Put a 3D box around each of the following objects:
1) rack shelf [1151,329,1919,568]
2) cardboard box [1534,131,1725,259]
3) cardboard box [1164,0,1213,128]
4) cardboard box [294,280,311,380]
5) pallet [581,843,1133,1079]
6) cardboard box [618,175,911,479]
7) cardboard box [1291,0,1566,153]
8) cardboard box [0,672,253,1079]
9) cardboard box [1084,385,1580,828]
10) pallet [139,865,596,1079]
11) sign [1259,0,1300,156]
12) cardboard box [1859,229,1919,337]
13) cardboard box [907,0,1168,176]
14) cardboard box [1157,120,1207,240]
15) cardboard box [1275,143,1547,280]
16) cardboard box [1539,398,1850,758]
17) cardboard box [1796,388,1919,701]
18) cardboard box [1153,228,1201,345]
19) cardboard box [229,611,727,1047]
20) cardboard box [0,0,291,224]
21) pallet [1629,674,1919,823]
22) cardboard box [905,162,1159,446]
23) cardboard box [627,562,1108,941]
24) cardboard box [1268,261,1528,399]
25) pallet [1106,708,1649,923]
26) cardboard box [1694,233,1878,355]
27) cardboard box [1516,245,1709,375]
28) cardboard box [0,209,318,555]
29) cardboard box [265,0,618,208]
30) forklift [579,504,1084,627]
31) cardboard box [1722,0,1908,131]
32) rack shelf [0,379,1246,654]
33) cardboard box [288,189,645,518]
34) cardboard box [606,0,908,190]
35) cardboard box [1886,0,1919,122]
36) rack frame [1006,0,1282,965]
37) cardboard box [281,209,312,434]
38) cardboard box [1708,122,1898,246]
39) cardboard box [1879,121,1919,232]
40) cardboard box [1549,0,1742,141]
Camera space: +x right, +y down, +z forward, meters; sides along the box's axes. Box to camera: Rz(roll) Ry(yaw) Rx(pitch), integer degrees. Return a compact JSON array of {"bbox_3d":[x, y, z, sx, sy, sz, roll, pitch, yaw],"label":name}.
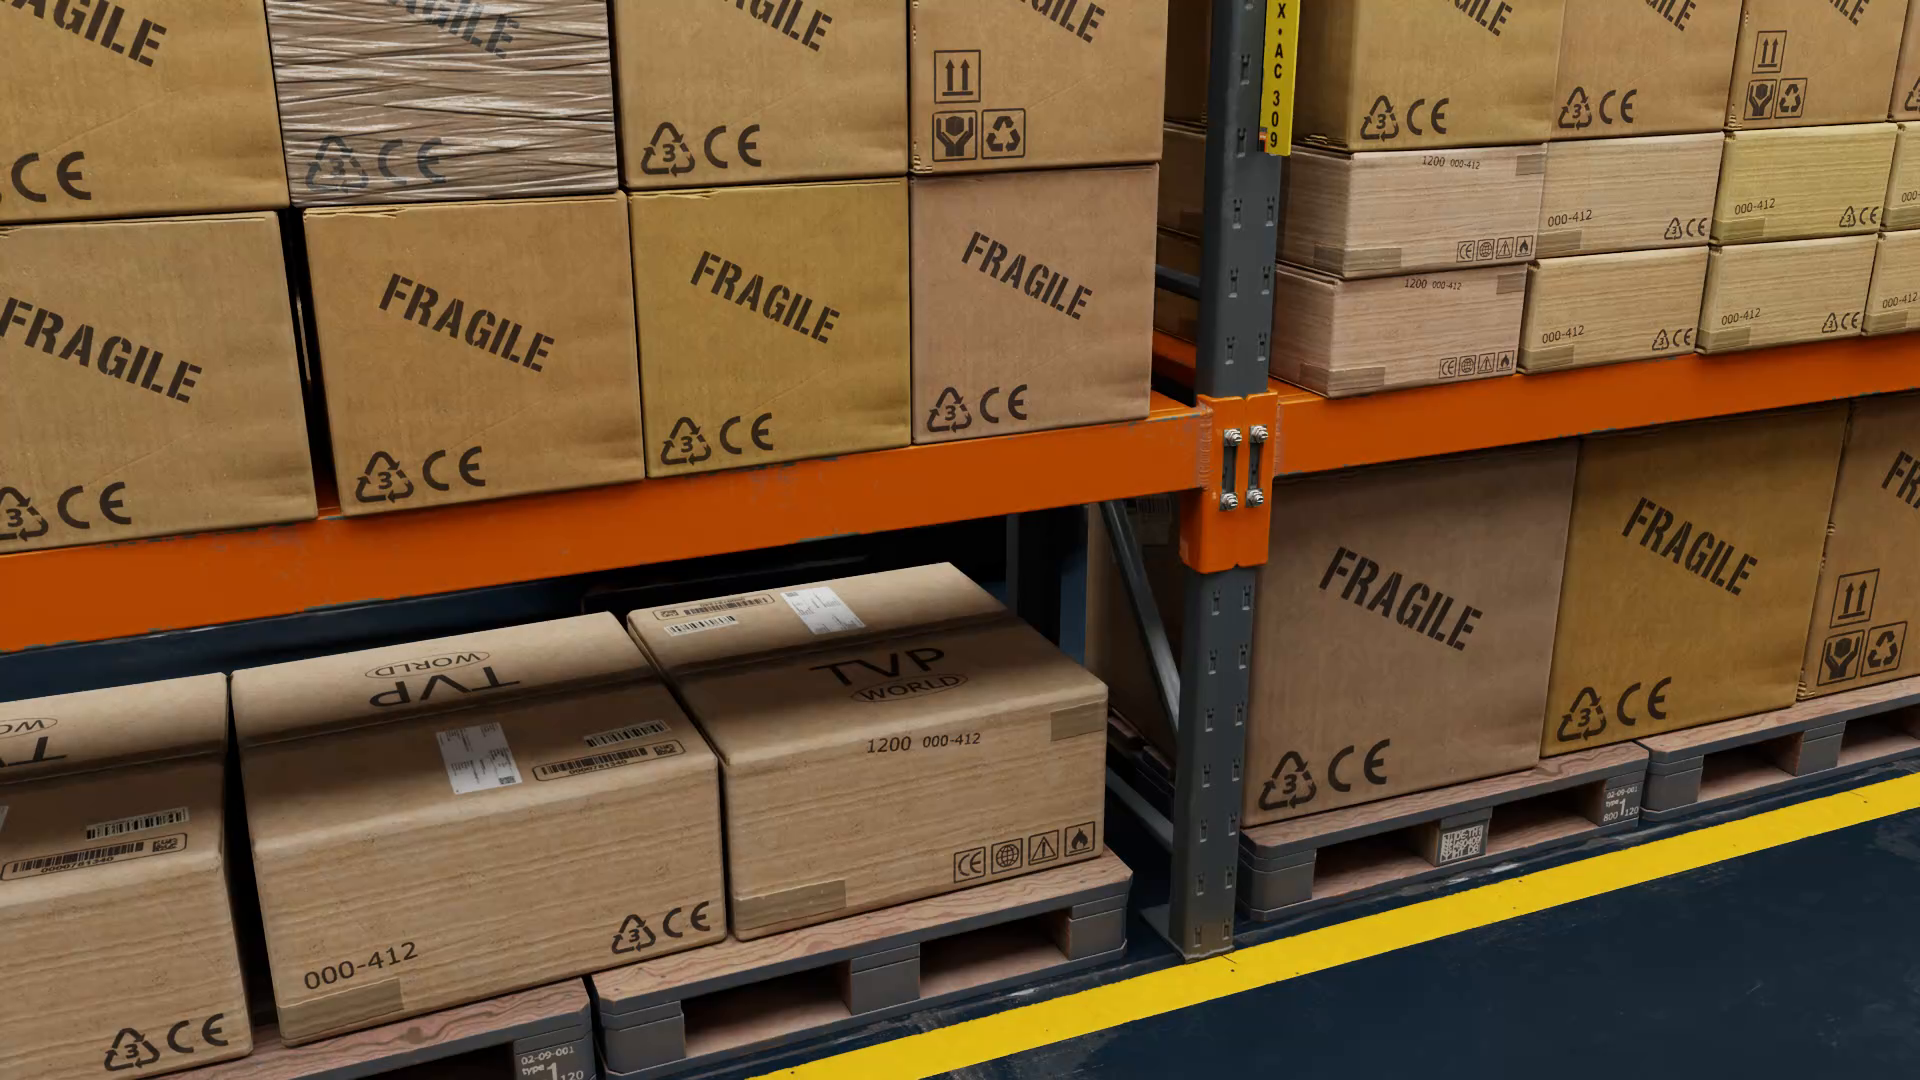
[{"bbox_3d":[2.211,-0.534,4.604,4.000,0.370,1.077,-8,21,-22],"label":"rack shelf"},{"bbox_3d":[1.358,-0.824,3.818,0.500,0.250,0.500,-8,21,-21],"label":"cardboard box"},{"bbox_3d":[0.685,-1.264,3.939,0.500,0.500,0.500,-7,21,-20],"label":"cardboard box"},{"bbox_3d":[-2.915,-0.904,7.706,0.500,0.500,0.700,-9,21,-24],"label":"cardboard box"},{"bbox_3d":[-0.355,0.782,3.984,1.213,0.211,1.003,-8,21,-22],"label":"pallet"},{"bbox_3d":[-0.420,-0.449,3.129,0.500,0.500,0.500,-9,21,-23],"label":"cardboard box"},{"bbox_3d":[0.892,-1.099,3.470,0.500,0.500,0.500,-8,21,-21],"label":"cardboard box"},{"bbox_3d":[-1.895,0.687,3.281,0.875,0.438,0.875,-8,21,-20],"label":"cardboard box"},{"bbox_3d":[0.912,0.088,4.321,0.875,0.875,0.875,-7,21,-20],"label":"cardboard box"},{"bbox_3d":[-1.477,0.944,3.525,1.213,0.211,1.003,-8,21,-22],"label":"pallet"},{"bbox_3d":[0.596,-0.886,3.100,0.005,0.325,0.100,-8,21,-22],"label":"sign"},{"bbox_3d":[2.297,-0.710,4.249,0.500,0.250,0.500,-9,21,-23],"label":"cardboard box"},{"bbox_3d":[0.051,-0.982,3.139,0.500,0.500,0.500,-8,21,-22],"label":"cardboard box"},{"bbox_3d":[0.683,-0.907,4.054,0.500,0.250,0.500,-8,21,-22],"label":"cardboard box"},{"bbox_3d":[0.890,-0.747,3.599,0.500,0.250,0.500,-9,21,-23],"label":"cardboard box"},{"bbox_3d":[1.738,-0.033,4.666,0.875,0.875,0.875,-8,21,-20],"label":"cardboard box"},{"bbox_3d":[2.560,-0.150,4.999,0.875,0.875,0.875,-8,21,-21],"label":"cardboard box"},{"bbox_3d":[0.687,-0.675,4.148,0.500,0.250,0.500,-9,21,-23],"label":"cardboard box"},{"bbox_3d":[-1.066,0.569,3.616,0.875,0.438,0.875,-9,21,-24],"label":"cardboard box"},{"bbox_3d":[-1.346,-0.785,2.578,0.500,0.500,0.500,-8,21,-22],"label":"cardboard box"},{"bbox_3d":[2.175,0.419,5.013,1.213,0.211,1.003,-8,21,-22],"label":"pallet"},{"bbox_3d":[0.050,-0.518,3.326,0.500,0.500,0.500,-8,21,-21],"label":"cardboard box"},{"bbox_3d":[-0.245,0.451,3.951,0.875,0.438,0.875,-8,21,-23],"label":"cardboard box"},{"bbox_3d":[0.883,-0.516,3.698,0.500,0.250,0.500,-9,21,-23],"label":"cardboard box"},{"bbox_3d":[1.053,0.581,4.554,1.213,0.211,1.003,-8,21,-22],"label":"pallet"},{"bbox_3d":[1.834,-0.647,4.070,0.500,0.250,0.500,-8,21,-22],"label":"cardboard box"},{"bbox_3d":[1.358,-0.585,3.893,0.500,0.250,0.500,-9,21,-23],"label":"cardboard box"},{"bbox_3d":[-1.363,-0.314,2.746,0.500,0.500,0.500,-7,21,-20],"label":"cardboard box"},{"bbox_3d":[-0.882,-0.848,2.758,0.500,0.500,0.500,-8,21,-21],"label":"cardboard box"},{"bbox_3d":[-1.110,-1.264,5.699,3.031,2.935,1.130,-7,21,-19],"label":"forklift"},{"bbox_3d":[1.810,-1.239,3.869,0.500,0.500,0.500,-9,21,-23],"label":"cardboard box"},{"bbox_3d":[-1.462,-0.007,3.110,4.000,0.370,1.077,-8,21,-22],"label":"rack shelf"},{"bbox_3d":[-0.876,-0.378,2.928,0.500,0.500,0.500,-8,21,-23],"label":"cardboard box"},{"bbox_3d":[-0.419,-0.918,2.957,0.500,0.500,0.500,-8,21,-23],"label":"cardboard box"},{"bbox_3d":[2.282,-1.309,4.068,0.500,0.500,0.500,-9,21,-23],"label":"cardboard box"},{"bbox_3d":[0.374,-0.610,3.737,0.127,3.000,1.000,-8,21,-22],"label":"rack frame"},{"bbox_3d":[-1.556,-0.479,3.215,0.500,0.500,0.500,-7,21,-20],"label":"cardboard box"},{"bbox_3d":[1.832,-0.882,3.984,0.500,0.250,0.500,-8,21,-21],"label":"cardboard box"},{"bbox_3d":[2.295,-0.949,4.175,0.500,0.250,0.500,-9,21,-24],"label":"cardboard box"},{"bbox_3d":[1.349,-1.174,3.684,0.500,0.500,0.500,-8,21,-22],"label":"cardboard box"}]
